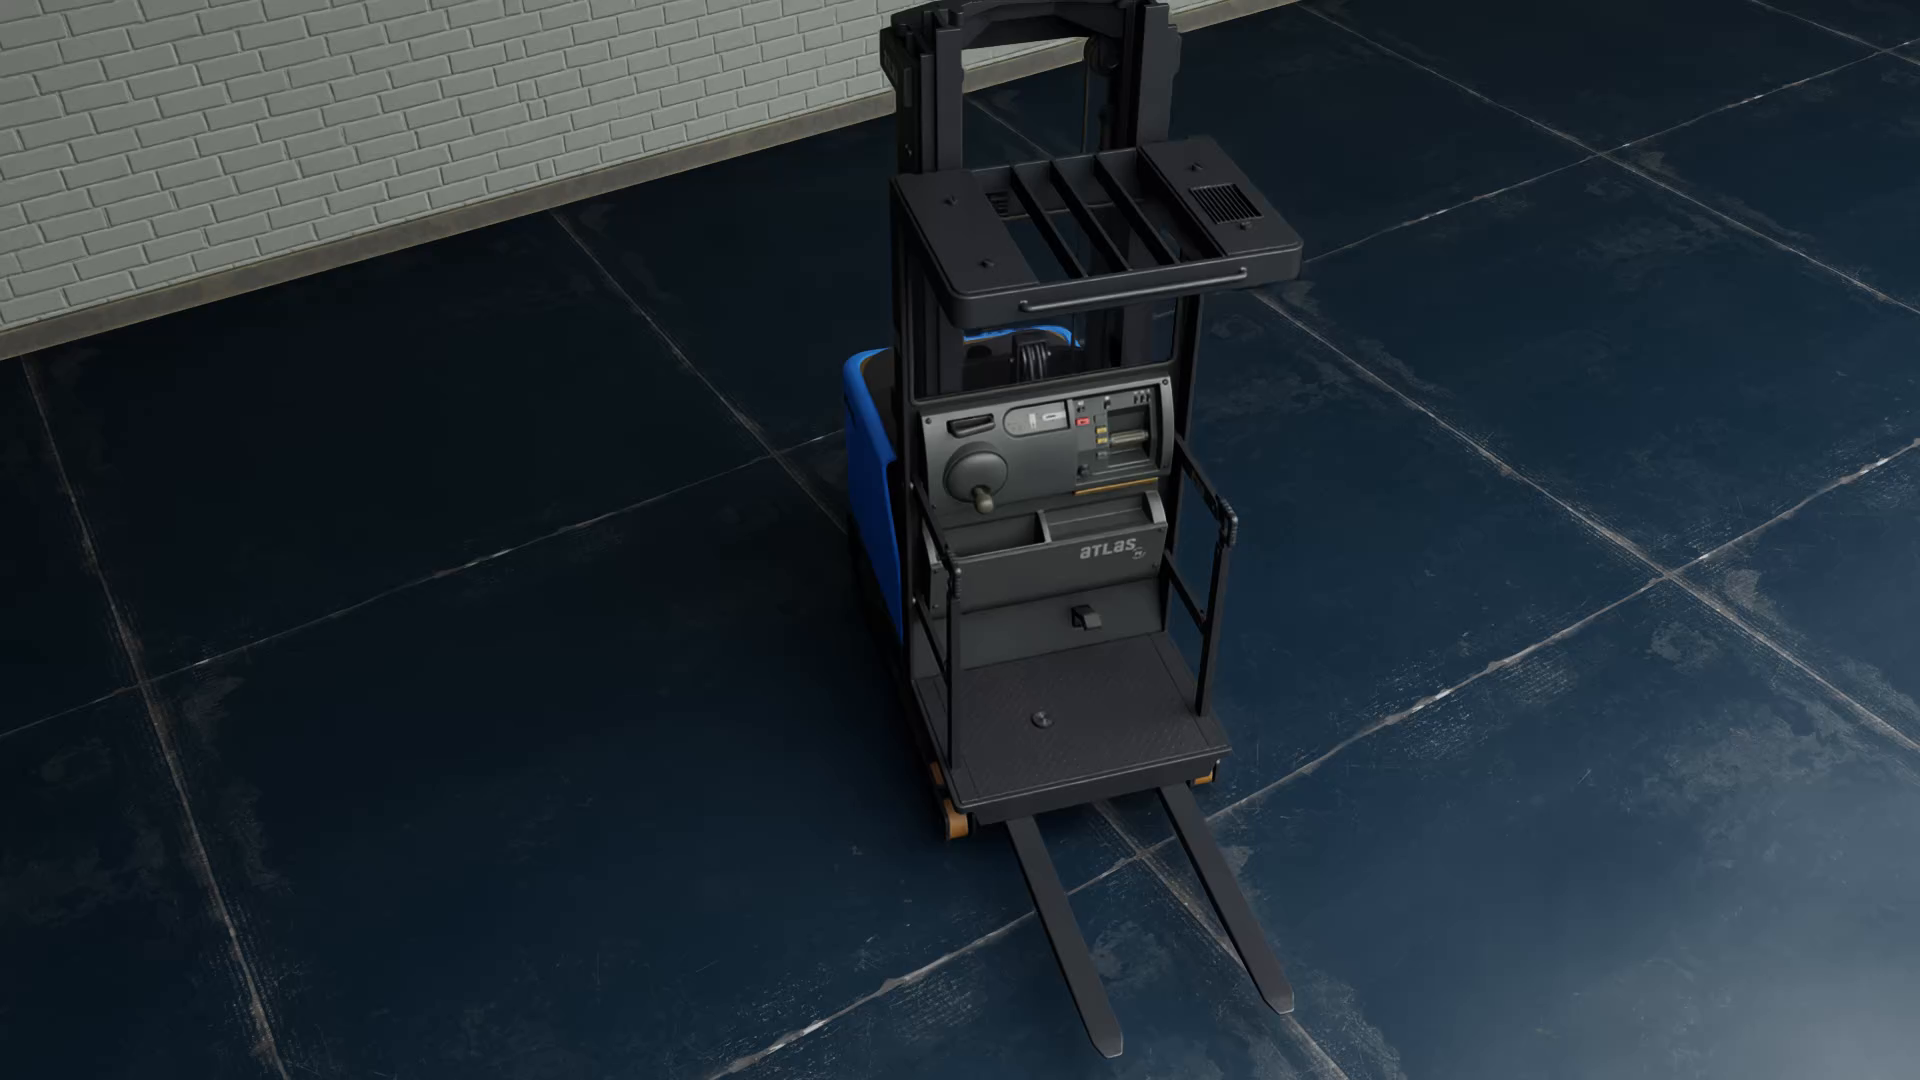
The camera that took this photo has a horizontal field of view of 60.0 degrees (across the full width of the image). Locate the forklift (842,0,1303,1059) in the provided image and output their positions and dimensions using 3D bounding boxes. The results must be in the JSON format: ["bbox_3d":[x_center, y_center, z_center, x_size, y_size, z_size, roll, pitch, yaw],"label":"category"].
[{"bbox_3d":[0.380,-0.265,5.779,1.130,2.935,3.031,-10,41,-12],"label":"forklift"}]
